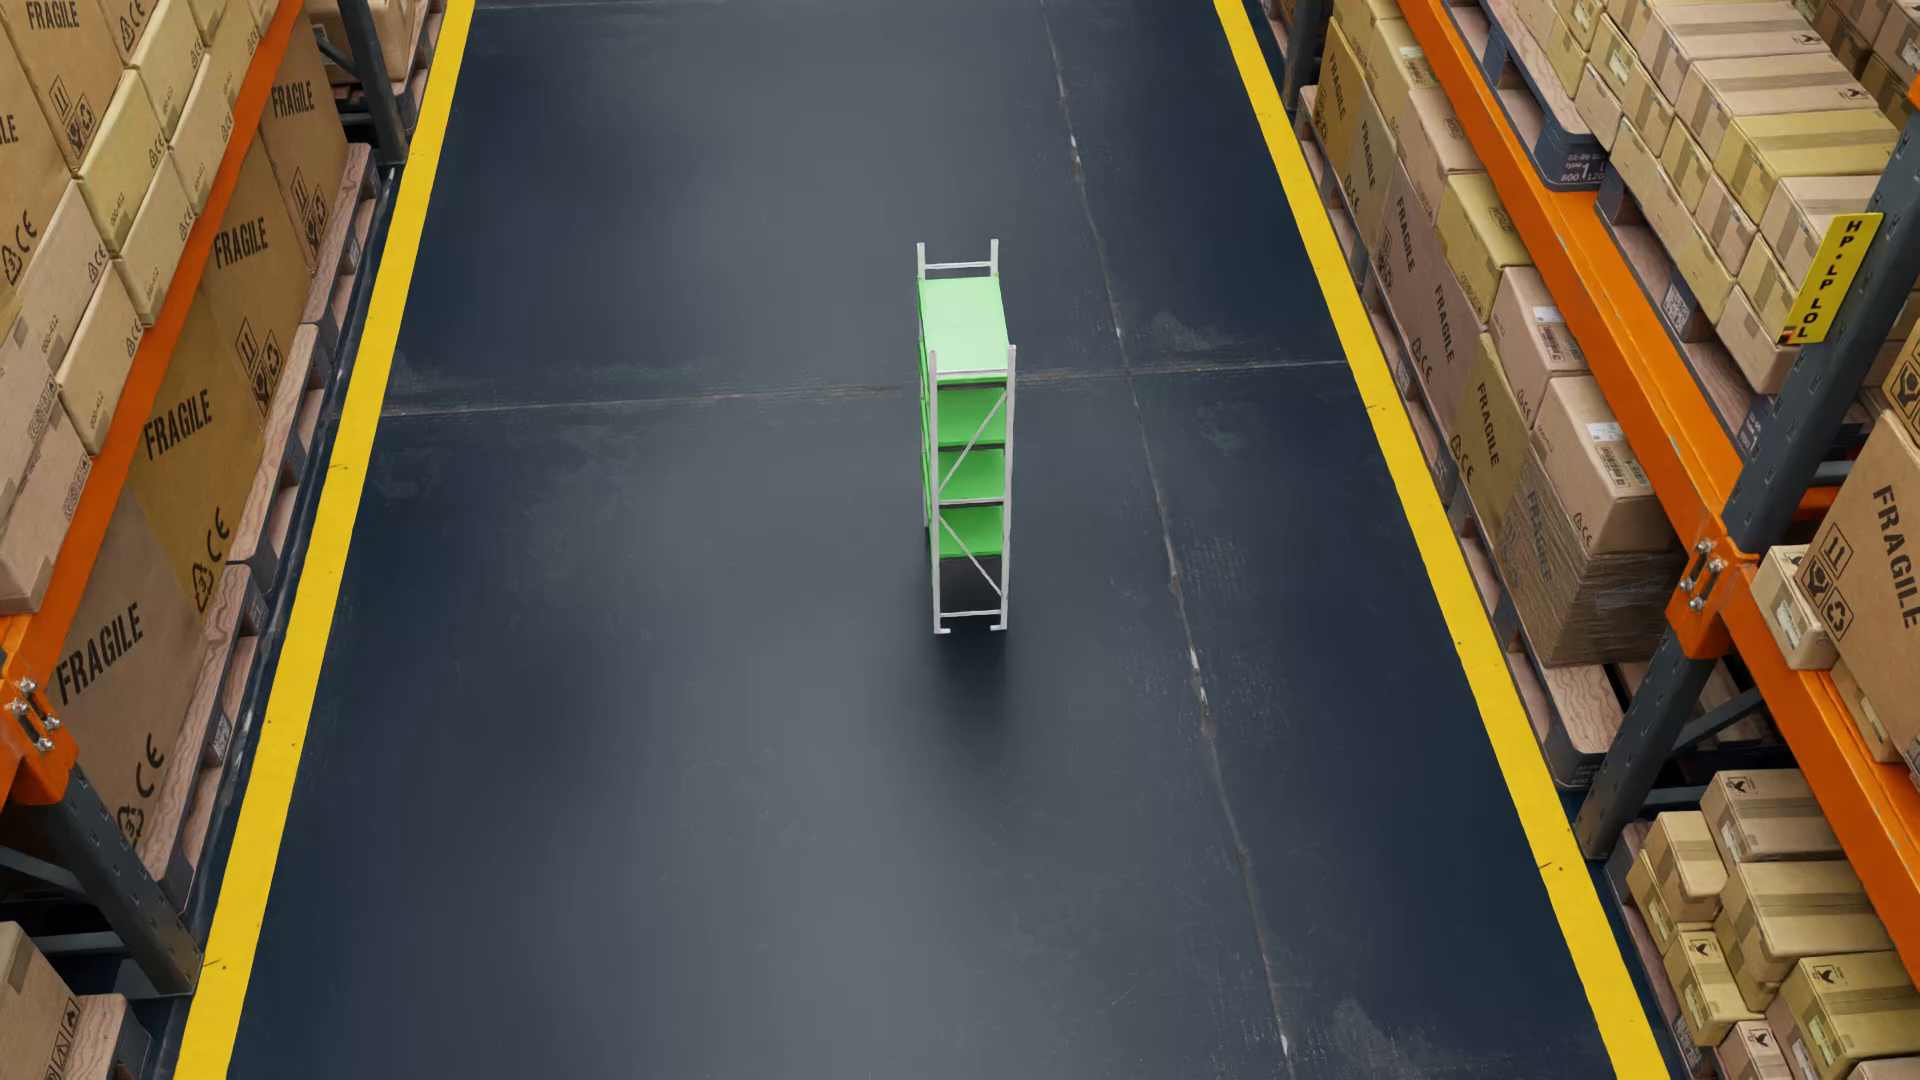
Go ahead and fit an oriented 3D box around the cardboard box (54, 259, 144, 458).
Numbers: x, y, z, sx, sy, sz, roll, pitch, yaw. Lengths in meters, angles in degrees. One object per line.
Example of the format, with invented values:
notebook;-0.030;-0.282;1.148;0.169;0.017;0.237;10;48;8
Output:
cardboard box;-2.422;-0.450;4.213;0.500;0.250;0.500;-5;47;-4

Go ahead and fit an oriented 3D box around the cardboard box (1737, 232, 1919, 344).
cardboard box;2.091;-0.603;3.934;0.380;0.149;0.250;-2;47;-2

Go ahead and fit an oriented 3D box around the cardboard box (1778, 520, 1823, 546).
cardboard box;2.523;-0.260;4.846;0.500;0.250;0.500;-5;47;-5

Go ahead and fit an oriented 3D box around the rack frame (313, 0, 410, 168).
rack frame;-2.938;-2.687;6.229;1.000;3.000;0.127;-3;47;-3

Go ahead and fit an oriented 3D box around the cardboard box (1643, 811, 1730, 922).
cardboard box;2.033;0.849;4.350;0.380;0.149;0.250;-2;47;-1

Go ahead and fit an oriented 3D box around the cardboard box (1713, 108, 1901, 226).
cardboard box;2.070;-0.902;4.012;0.380;0.149;0.250;-5;47;-4

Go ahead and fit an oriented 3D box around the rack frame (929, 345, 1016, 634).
rack frame;0.034;-0.116;5.034;0.240;1.200;0.015;-3;47;-3

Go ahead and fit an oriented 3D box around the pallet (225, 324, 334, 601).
pallet;-2.848;-0.272;5.862;1.003;0.211;1.213;-3;47;-3

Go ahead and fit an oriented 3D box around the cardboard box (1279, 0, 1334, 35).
cardboard box;2.025;-2.877;7.669;1.050;0.750;0.750;-4;47;-4

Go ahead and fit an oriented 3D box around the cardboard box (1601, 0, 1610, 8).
cardboard box;1.985;-1.651;4.722;0.380;0.149;0.250;-5;47;-5

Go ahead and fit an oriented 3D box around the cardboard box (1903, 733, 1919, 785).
cardboard box;2.160;0.428;3.005;0.500;0.500;0.500;-3;47;-3

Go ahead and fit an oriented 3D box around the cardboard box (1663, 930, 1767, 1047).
cardboard box;2.054;1.145;4.274;0.380;0.149;0.250;-2;47;-2

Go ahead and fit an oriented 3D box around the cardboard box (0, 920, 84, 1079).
cardboard box;-2.657;1.405;3.829;0.875;0.438;0.875;-4;47;-4

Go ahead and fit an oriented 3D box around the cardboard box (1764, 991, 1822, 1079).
cardboard box;2.200;1.200;4.017;0.380;0.149;0.250;-4;47;-4

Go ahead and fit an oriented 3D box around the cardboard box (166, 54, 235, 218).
cardboard box;-2.481;-1.184;4.908;0.500;0.250;0.500;-4;47;-4

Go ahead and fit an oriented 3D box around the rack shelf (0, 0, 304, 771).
rack shelf;-2.770;-0.992;5.119;1.077;0.370;4.000;-3;47;-3

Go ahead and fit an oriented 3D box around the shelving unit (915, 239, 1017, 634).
shelving unit;0.014;-0.293;5.201;0.258;1.200;0.503;-3;47;-3

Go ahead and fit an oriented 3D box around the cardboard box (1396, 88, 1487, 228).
cardboard box;1.874;-1.364;5.892;0.500;0.250;0.500;-3;47;-3

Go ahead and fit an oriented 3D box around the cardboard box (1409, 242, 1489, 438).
cardboard box;1.927;-0.714;5.793;0.500;0.500;0.500;-4;47;-4

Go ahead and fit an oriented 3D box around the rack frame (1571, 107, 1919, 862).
rack frame;2.321;-0.167;3.842;1.000;3.000;0.127;-3;47;-3

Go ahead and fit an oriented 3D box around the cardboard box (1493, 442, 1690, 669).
cardboard box;2.008;0.028;5.090;0.500;0.500;0.500;-4;47;-4

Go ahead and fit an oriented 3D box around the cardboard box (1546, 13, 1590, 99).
cardboard box;1.978;-1.442;4.934;0.380;0.149;0.250;-2;47;-2

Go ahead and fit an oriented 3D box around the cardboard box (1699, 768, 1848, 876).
cardboard box;2.144;0.727;4.260;0.380;0.149;0.250;-2;47;-2

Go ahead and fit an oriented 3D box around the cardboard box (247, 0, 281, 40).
cardboard box;-2.578;-1.916;5.602;0.500;0.250;0.500;-3;47;-3

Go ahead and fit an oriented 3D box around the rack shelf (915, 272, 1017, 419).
rack shelf;0.014;-0.579;4.899;0.258;0.148;0.480;-3;47;-3

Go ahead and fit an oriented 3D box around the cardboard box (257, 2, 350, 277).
cardboard box;-2.963;-1.596;6.369;0.875;0.875;0.875;-4;47;-4

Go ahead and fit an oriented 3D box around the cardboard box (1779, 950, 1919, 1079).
cardboard box;2.178;1.109;3.898;0.380;0.149;0.250;-4;47;-4

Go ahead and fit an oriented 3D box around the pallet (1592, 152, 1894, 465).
pallet;2.402;-0.662;4.444;1.003;0.211;1.213;-3;47;-3

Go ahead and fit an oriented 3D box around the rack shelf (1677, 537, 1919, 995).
rack shelf;2.489;1.528;2.733;1.077;0.370;4.000;-3;47;-3

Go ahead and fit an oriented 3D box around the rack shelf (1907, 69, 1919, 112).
rack shelf;2.154;-2.398;4.384;1.077;0.370;4.000;-3;47;-3

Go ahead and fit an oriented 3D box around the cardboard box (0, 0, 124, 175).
cardboard box;-2.463;-1.236;4.097;0.500;0.500;0.500;-5;47;-4

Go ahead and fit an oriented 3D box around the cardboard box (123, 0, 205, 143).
cardboard box;-2.491;-1.356;4.728;0.500;0.250;0.500;-5;47;-4

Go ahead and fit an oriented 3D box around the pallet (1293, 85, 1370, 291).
pallet;2.050;-1.536;7.060;1.003;0.211;1.213;-3;47;-3

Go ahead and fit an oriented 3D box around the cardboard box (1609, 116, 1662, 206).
cardboard box;2.029;-1.050;4.562;0.380;0.149;0.250;-6;47;-5

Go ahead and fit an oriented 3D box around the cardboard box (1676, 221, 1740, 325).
cardboard box;2.068;-0.688;4.219;0.380;0.149;0.250;-3;47;-3

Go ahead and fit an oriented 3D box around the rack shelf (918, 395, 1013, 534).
rack shelf;0.014;-0.249;5.247;0.258;0.148;0.480;-3;47;-3

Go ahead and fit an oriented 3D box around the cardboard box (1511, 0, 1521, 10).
cardboard box;1.936;-1.823;5.295;0.380;0.149;0.250;-3;47;-3

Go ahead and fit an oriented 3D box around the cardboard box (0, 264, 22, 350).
cardboard box;-2.353;-0.507;3.406;0.500;0.500;0.500;-3;47;-3

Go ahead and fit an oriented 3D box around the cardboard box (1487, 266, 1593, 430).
cardboard box;1.977;-0.606;5.173;0.500;0.250;0.500;-1;47;-1

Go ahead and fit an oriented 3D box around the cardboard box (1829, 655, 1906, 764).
cardboard box;2.114;0.327;3.547;0.380;0.149;0.250;-2;47;-2

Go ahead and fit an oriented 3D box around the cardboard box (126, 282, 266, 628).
cardboard box;-2.818;-0.303;5.145;0.875;0.875;0.875;-2;47;-2

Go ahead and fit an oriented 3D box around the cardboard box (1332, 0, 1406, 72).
cardboard box;1.803;-2.090;6.579;0.500;0.250;0.500;-5;47;-5

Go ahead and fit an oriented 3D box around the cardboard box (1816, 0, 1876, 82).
cardboard box;2.654;-1.397;4.686;0.380;0.149;0.250;-2;47;-2

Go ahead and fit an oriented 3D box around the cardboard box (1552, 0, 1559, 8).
cardboard box;1.962;-1.732;5.004;0.380;0.149;0.250;-2;47;-2

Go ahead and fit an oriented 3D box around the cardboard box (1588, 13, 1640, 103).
cardboard box;2.002;-1.359;4.650;0.380;0.149;0.250;-6;47;-5

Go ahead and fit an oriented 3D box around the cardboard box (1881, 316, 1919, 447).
cardboard box;2.116;-0.306;3.011;0.500;0.500;0.500;-2;47;-2

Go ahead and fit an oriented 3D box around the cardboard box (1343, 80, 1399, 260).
cardboard box;1.837;-1.455;6.494;0.500;0.500;0.500;-3;47;-3

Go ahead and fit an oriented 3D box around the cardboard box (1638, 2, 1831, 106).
cardboard box;2.028;-1.279;4.369;0.380;0.149;0.250;-4;47;-3

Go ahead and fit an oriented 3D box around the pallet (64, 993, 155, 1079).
pallet;-2.617;1.721;3.975;1.003;0.211;1.213;-3;47;-3

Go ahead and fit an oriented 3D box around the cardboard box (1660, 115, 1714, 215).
cardboard box;2.050;-0.973;4.284;0.380;0.149;0.250;-2;47;-2

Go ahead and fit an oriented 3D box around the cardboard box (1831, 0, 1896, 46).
cardboard box;2.658;-1.495;4.574;0.380;0.149;0.250;-4;47;-4

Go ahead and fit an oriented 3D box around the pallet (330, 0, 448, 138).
pallet;-3.002;-2.293;7.776;1.003;0.211;1.213;-3;47;-3

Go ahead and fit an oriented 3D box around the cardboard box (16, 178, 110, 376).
cardboard box;-2.430;-0.624;4.034;0.500;0.250;0.500;-3;47;-3

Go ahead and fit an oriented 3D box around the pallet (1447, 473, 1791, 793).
pallet;2.255;0.229;5.388;1.003;0.211;1.213;-3;47;-3
